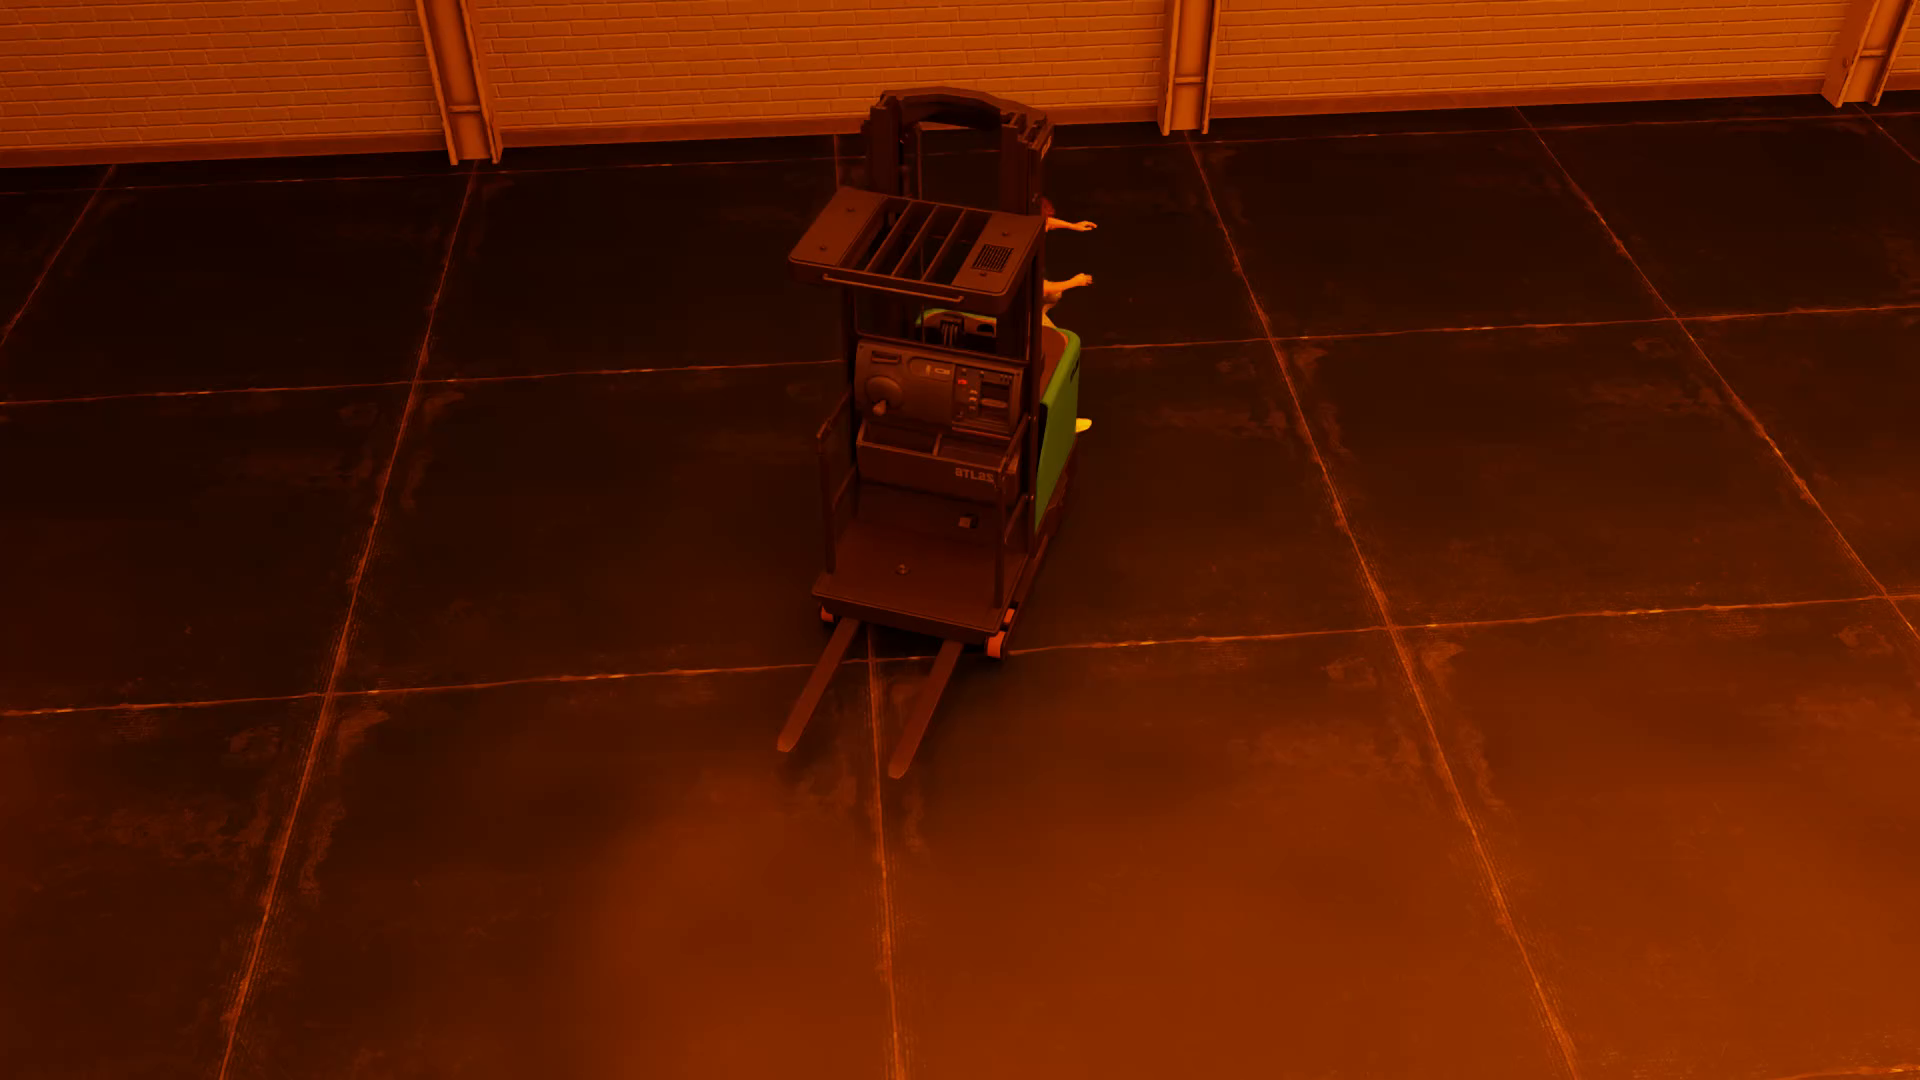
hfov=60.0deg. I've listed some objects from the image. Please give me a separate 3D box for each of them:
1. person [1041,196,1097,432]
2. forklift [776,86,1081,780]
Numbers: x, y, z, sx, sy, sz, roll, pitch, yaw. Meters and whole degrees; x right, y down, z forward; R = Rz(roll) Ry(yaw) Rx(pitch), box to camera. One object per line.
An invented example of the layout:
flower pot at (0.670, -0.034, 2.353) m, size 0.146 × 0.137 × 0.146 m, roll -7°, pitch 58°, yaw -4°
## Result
person at (0.575, -1.635, 10.984) m, size 0.651 × 1.451 × 1.172 m, roll 2°, pitch 41°, yaw 2°
forklift at (-0.181, -0.735, 8.797) m, size 1.130 × 2.935 × 3.031 m, roll 11°, pitch 42°, yaw 13°
